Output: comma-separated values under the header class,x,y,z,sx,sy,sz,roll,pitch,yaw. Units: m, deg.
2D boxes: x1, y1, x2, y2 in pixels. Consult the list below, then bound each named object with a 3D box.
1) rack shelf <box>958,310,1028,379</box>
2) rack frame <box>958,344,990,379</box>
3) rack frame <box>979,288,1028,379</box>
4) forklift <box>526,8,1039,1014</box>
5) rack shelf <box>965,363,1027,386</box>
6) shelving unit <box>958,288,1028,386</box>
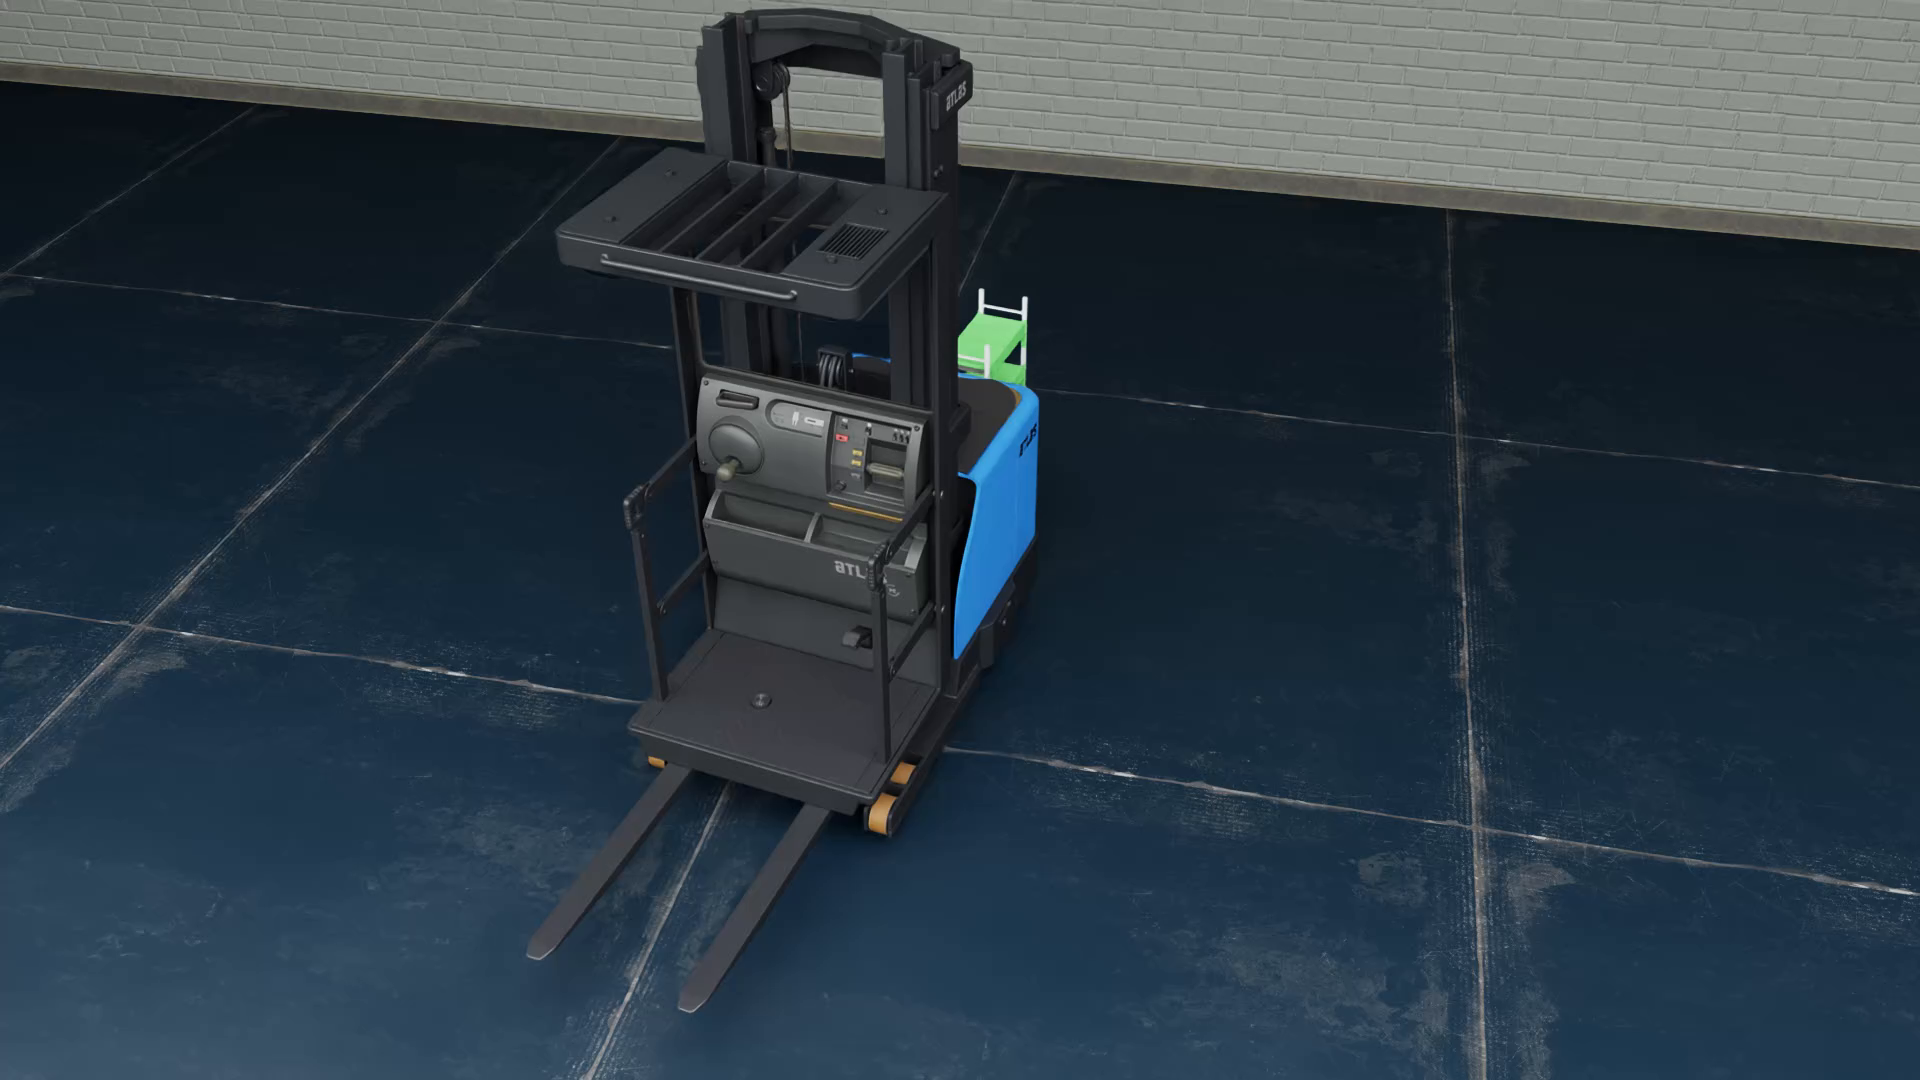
class,x,y,z,sx,sy,sz,roll,pitch,yaw
rack shelf,0.112,-0.875,7.726,0.258,0.148,0.480,13,38,18
rack frame,0.021,-0.406,7.787,0.240,1.200,0.015,13,38,18
rack frame,0.202,-0.671,8.154,0.240,1.200,0.015,13,38,18
forklift,-0.655,-0.294,6.159,1.130,2.935,3.031,13,38,18
rack shelf,0.112,-0.681,7.867,0.258,0.148,0.480,13,38,18
shelving unit,0.112,-0.538,7.970,0.258,1.200,0.503,13,38,18
